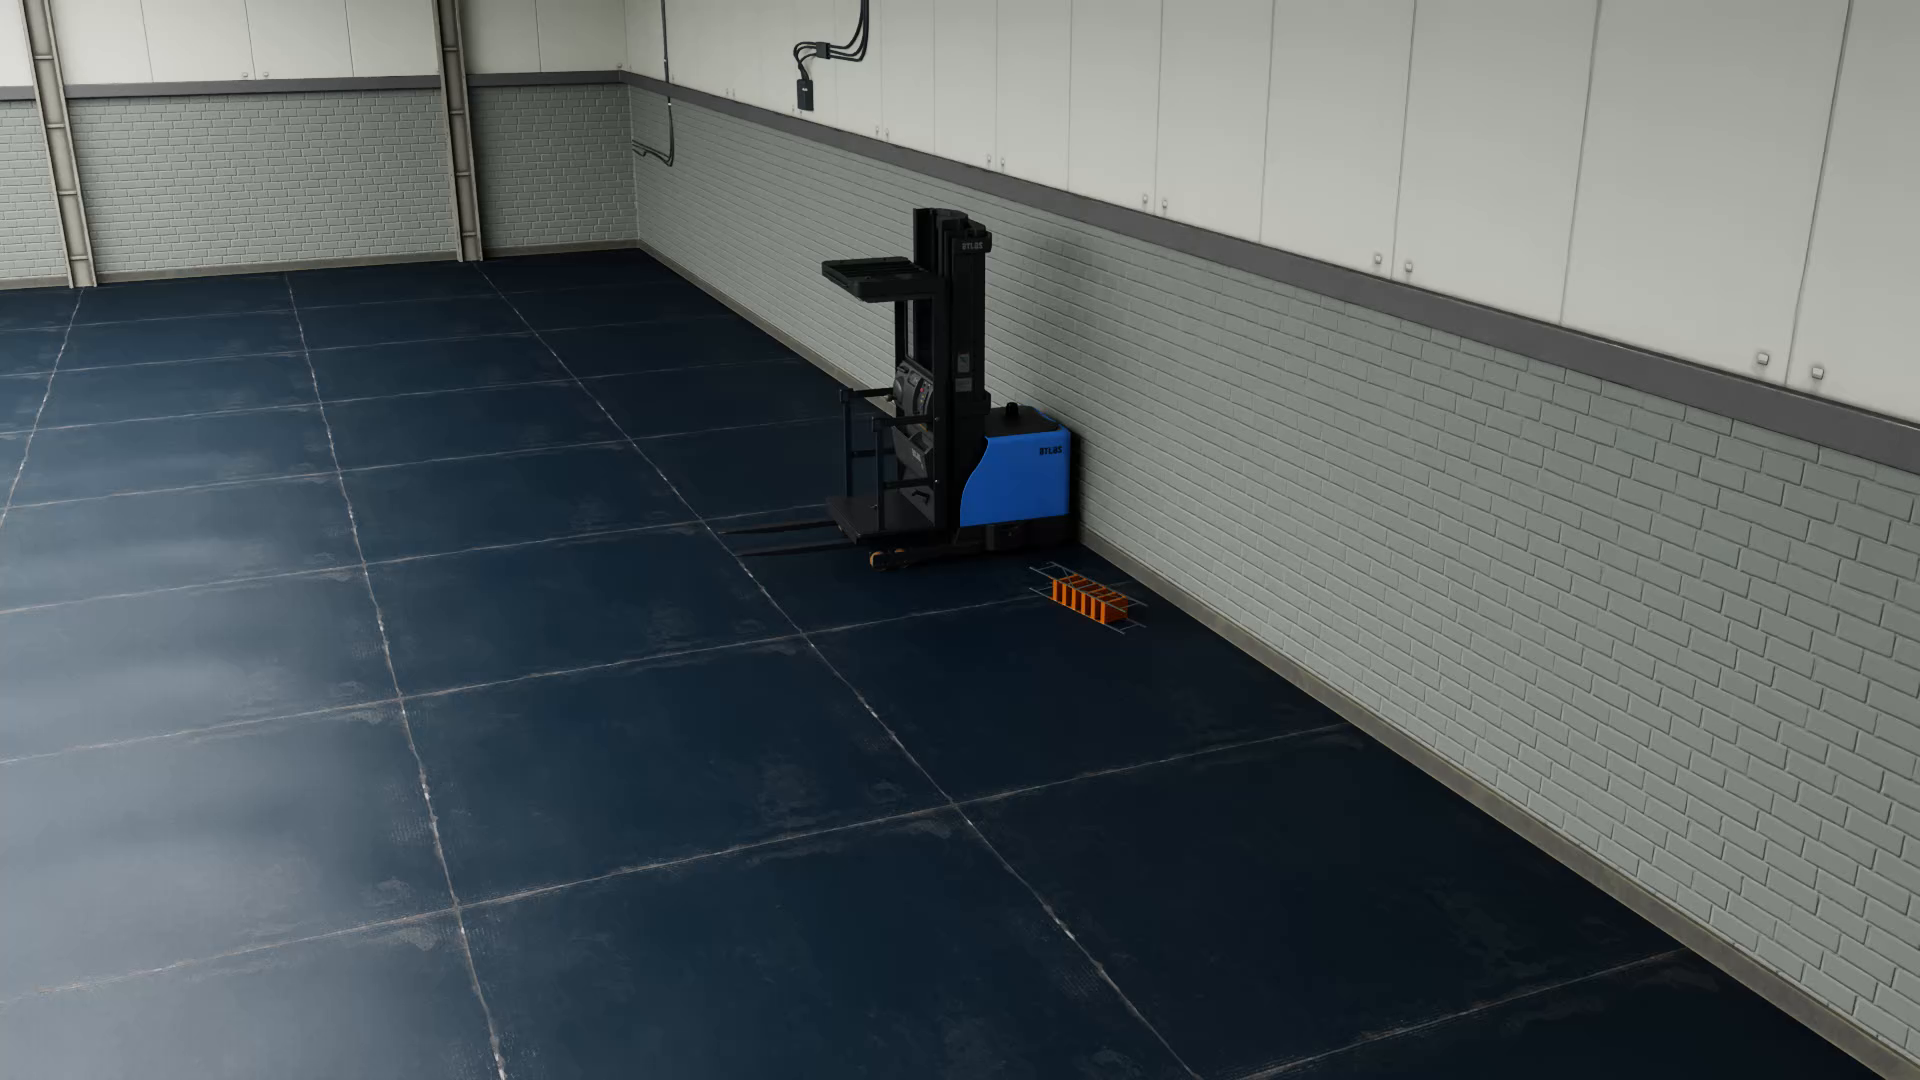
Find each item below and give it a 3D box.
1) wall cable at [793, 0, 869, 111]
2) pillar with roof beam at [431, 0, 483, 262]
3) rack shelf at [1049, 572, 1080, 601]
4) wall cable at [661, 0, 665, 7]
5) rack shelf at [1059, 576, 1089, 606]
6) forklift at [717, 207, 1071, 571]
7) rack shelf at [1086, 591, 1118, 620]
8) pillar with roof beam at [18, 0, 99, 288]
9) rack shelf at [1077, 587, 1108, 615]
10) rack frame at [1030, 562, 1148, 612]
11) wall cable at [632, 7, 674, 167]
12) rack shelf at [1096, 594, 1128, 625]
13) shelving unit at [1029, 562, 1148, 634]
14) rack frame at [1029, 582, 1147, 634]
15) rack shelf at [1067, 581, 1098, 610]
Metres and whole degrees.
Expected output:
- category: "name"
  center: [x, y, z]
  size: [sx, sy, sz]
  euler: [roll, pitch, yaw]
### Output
- category: "wall cable"
  center: [-1.509, -7.790, 18.477]
  size: [0.169, 6.003, 2.305]
  euler: [-8, 21, -22]
- category: "pillar with roof beam"
  center: [-6.779, -7.786, 23.586]
  size: [0.400, 9.000, 9.100]
  euler: [-8, 21, -22]
- category: "rack shelf"
  center: [0.858, 0.379, 13.645]
  size: [0.258, 0.180, 0.103]
  euler: [-13, 24, -33]
- category: "wall cable"
  center: [-4.183, -9.176, 24.604]
  size: [0.112, 2.526, 3.097]
  euler: [-8, 21, -22]
- category: "rack shelf"
  center: [0.928, 0.412, 13.553]
  size: [0.258, 0.180, 0.103]
  euler: [-13, 24, -33]
- category: "forklift"
  center: [-0.590, -1.313, 14.339]
  size: [3.031, 2.935, 1.130]
  euler: [-7, 20, -18]
- category: "rack shelf"
  center: [1.138, 0.511, 13.278]
  size: [0.258, 0.180, 0.103]
  euler: [-13, 24, -33]
- category: "pillar with roof beam"
  center: [-12.288, -6.997, 21.345]
  size: [0.400, 9.000, 9.100]
  euler: [-8, 21, -22]
- category: "rack shelf"
  center: [1.068, 0.478, 13.370]
  size: [0.258, 0.180, 0.103]
  euler: [-13, 24, -33]
- category: "rack frame"
  center: [1.025, 0.371, 13.397]
  size: [0.240, 0.006, 1.200]
  euler: [-13, 24, -33]
- category: "wall cable"
  center: [-5.255, -7.619, 27.786]
  size: [0.112, 2.526, 3.097]
  euler: [-8, 21, -22]
- category: "rack shelf"
  center: [1.209, 0.544, 13.187]
  size: [0.258, 0.180, 0.103]
  euler: [-13, 24, -33]
- category: "shelving unit"
  center: [1.024, 0.457, 13.428]
  size: [0.258, 0.189, 1.200]
  euler: [-13, 24, -33]
- category: "rack frame"
  center: [1.024, 0.544, 13.458]
  size: [0.240, 0.006, 1.200]
  euler: [-13, 24, -33]
- category: "rack shelf"
  center: [0.998, 0.445, 13.462]
  size: [0.258, 0.180, 0.103]
  euler: [-13, 24, -33]
